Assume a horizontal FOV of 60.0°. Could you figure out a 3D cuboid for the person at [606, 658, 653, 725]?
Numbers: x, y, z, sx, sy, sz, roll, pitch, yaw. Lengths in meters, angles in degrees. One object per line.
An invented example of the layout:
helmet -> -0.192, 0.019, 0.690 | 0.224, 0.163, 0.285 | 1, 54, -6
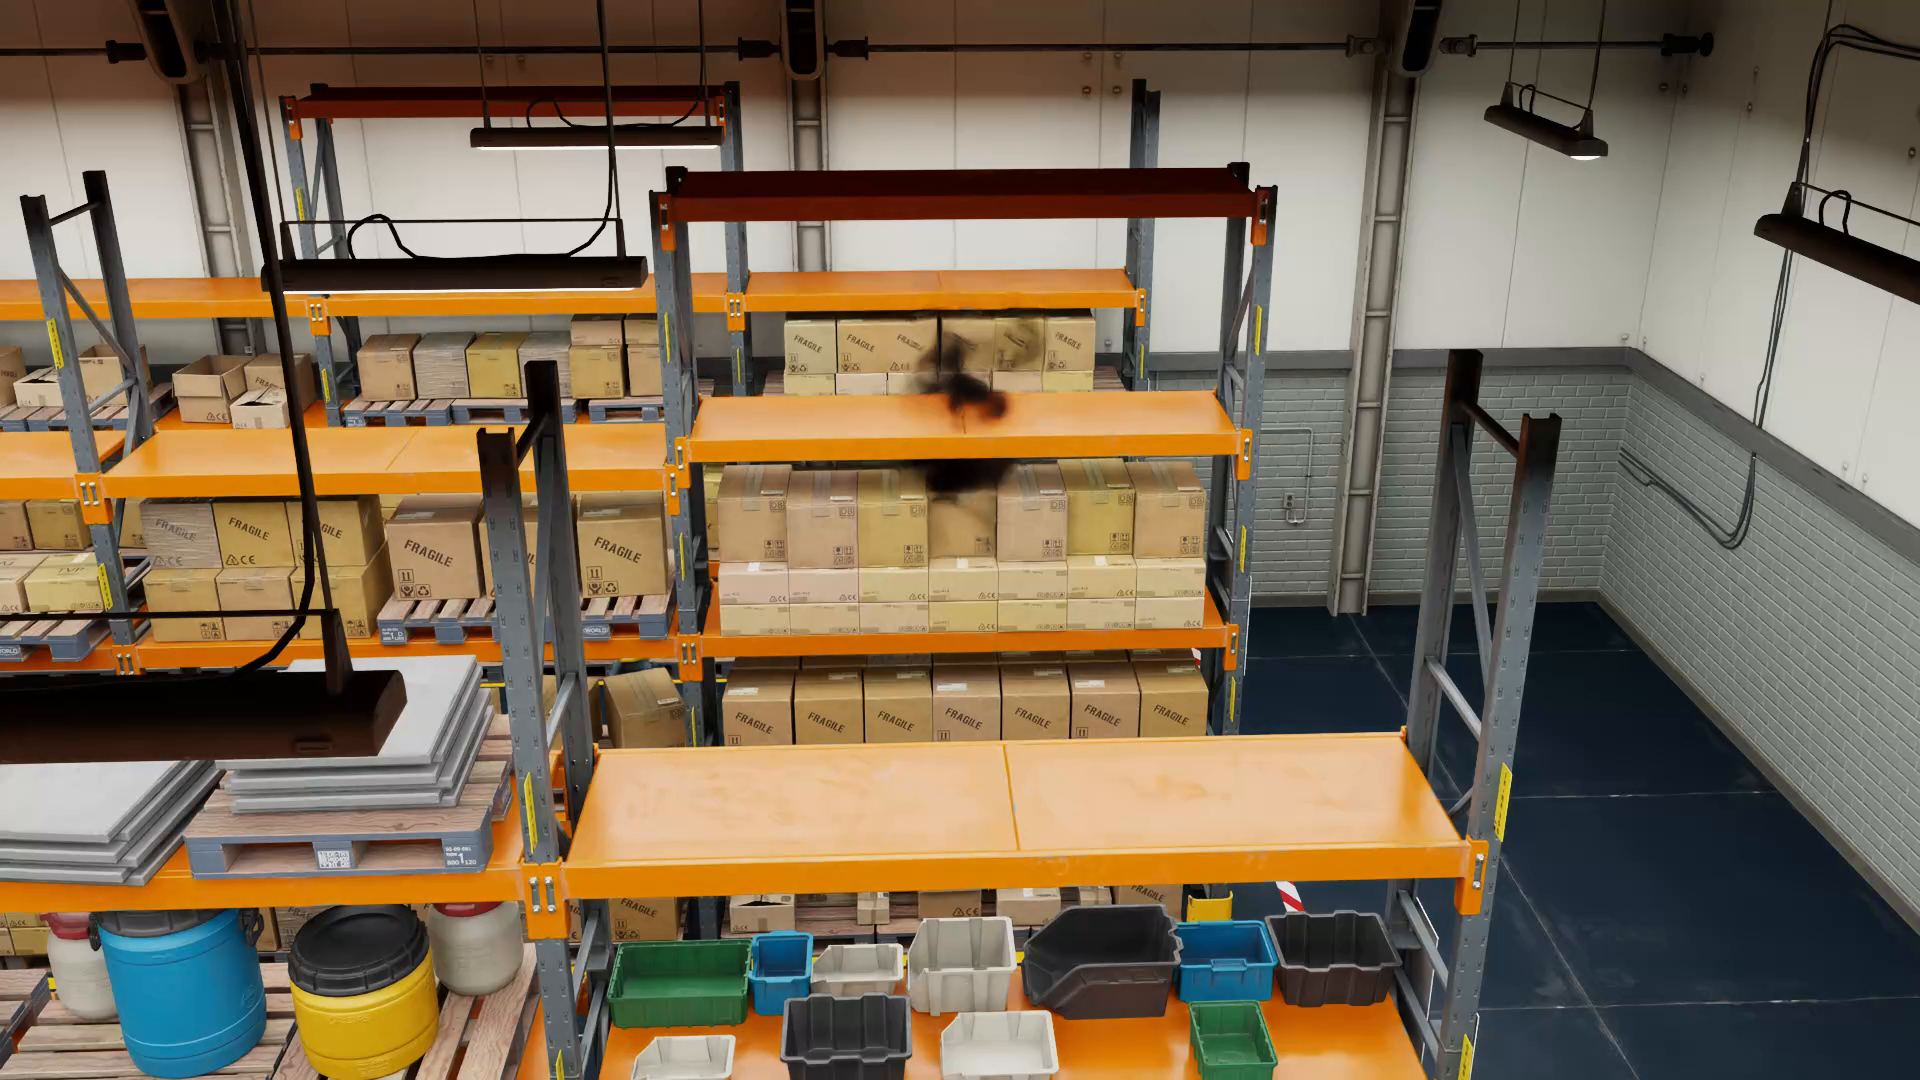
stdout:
person -> -3.044, 1.095, 15.507 | 0.868, 1.803, 0.686 | -5, 23, -12
